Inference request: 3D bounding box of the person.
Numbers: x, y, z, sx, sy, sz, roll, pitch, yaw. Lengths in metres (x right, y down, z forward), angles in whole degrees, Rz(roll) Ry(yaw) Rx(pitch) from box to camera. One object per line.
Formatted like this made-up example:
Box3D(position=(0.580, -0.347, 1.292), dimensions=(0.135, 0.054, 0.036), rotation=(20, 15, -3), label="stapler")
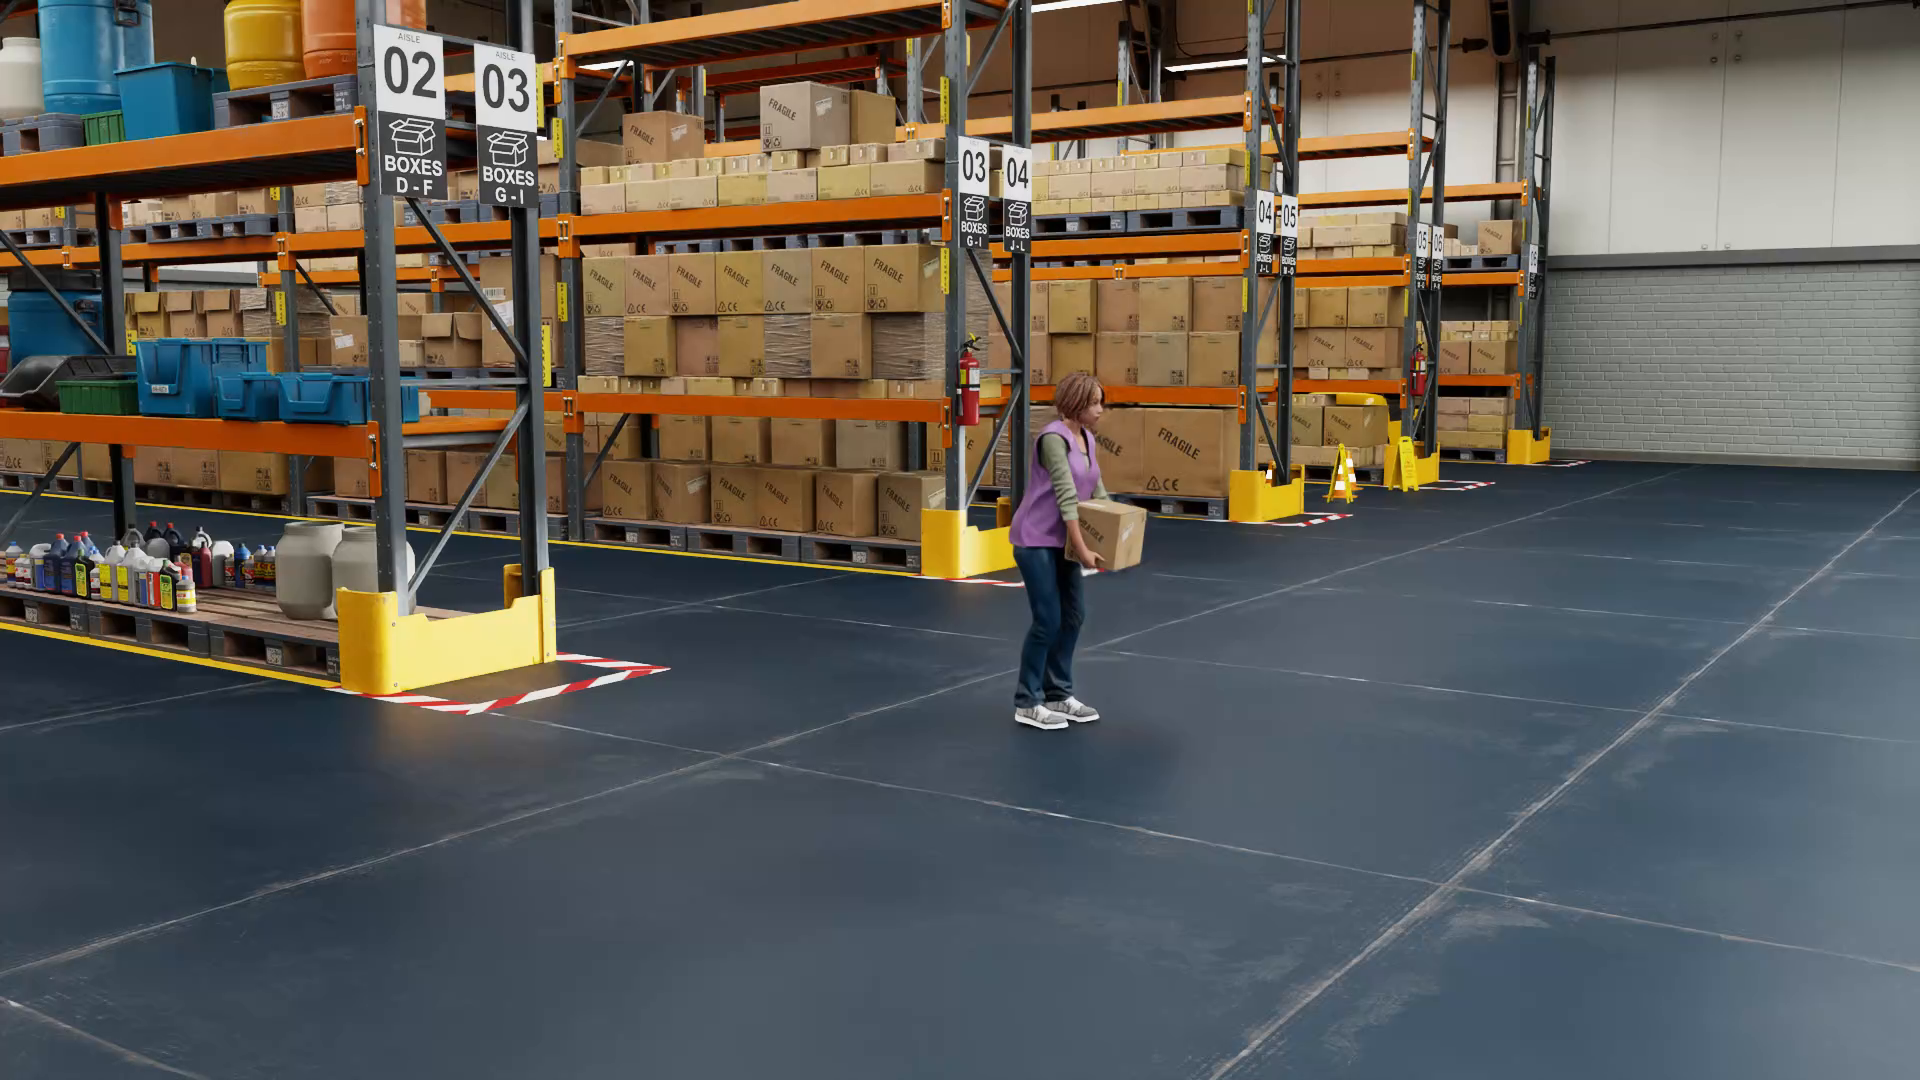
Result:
Box3D(position=(0.478, 0.104, 7.402), dimensions=(0.525, 1.464, 0.372), rotation=(4, 8, 32), label="person")
